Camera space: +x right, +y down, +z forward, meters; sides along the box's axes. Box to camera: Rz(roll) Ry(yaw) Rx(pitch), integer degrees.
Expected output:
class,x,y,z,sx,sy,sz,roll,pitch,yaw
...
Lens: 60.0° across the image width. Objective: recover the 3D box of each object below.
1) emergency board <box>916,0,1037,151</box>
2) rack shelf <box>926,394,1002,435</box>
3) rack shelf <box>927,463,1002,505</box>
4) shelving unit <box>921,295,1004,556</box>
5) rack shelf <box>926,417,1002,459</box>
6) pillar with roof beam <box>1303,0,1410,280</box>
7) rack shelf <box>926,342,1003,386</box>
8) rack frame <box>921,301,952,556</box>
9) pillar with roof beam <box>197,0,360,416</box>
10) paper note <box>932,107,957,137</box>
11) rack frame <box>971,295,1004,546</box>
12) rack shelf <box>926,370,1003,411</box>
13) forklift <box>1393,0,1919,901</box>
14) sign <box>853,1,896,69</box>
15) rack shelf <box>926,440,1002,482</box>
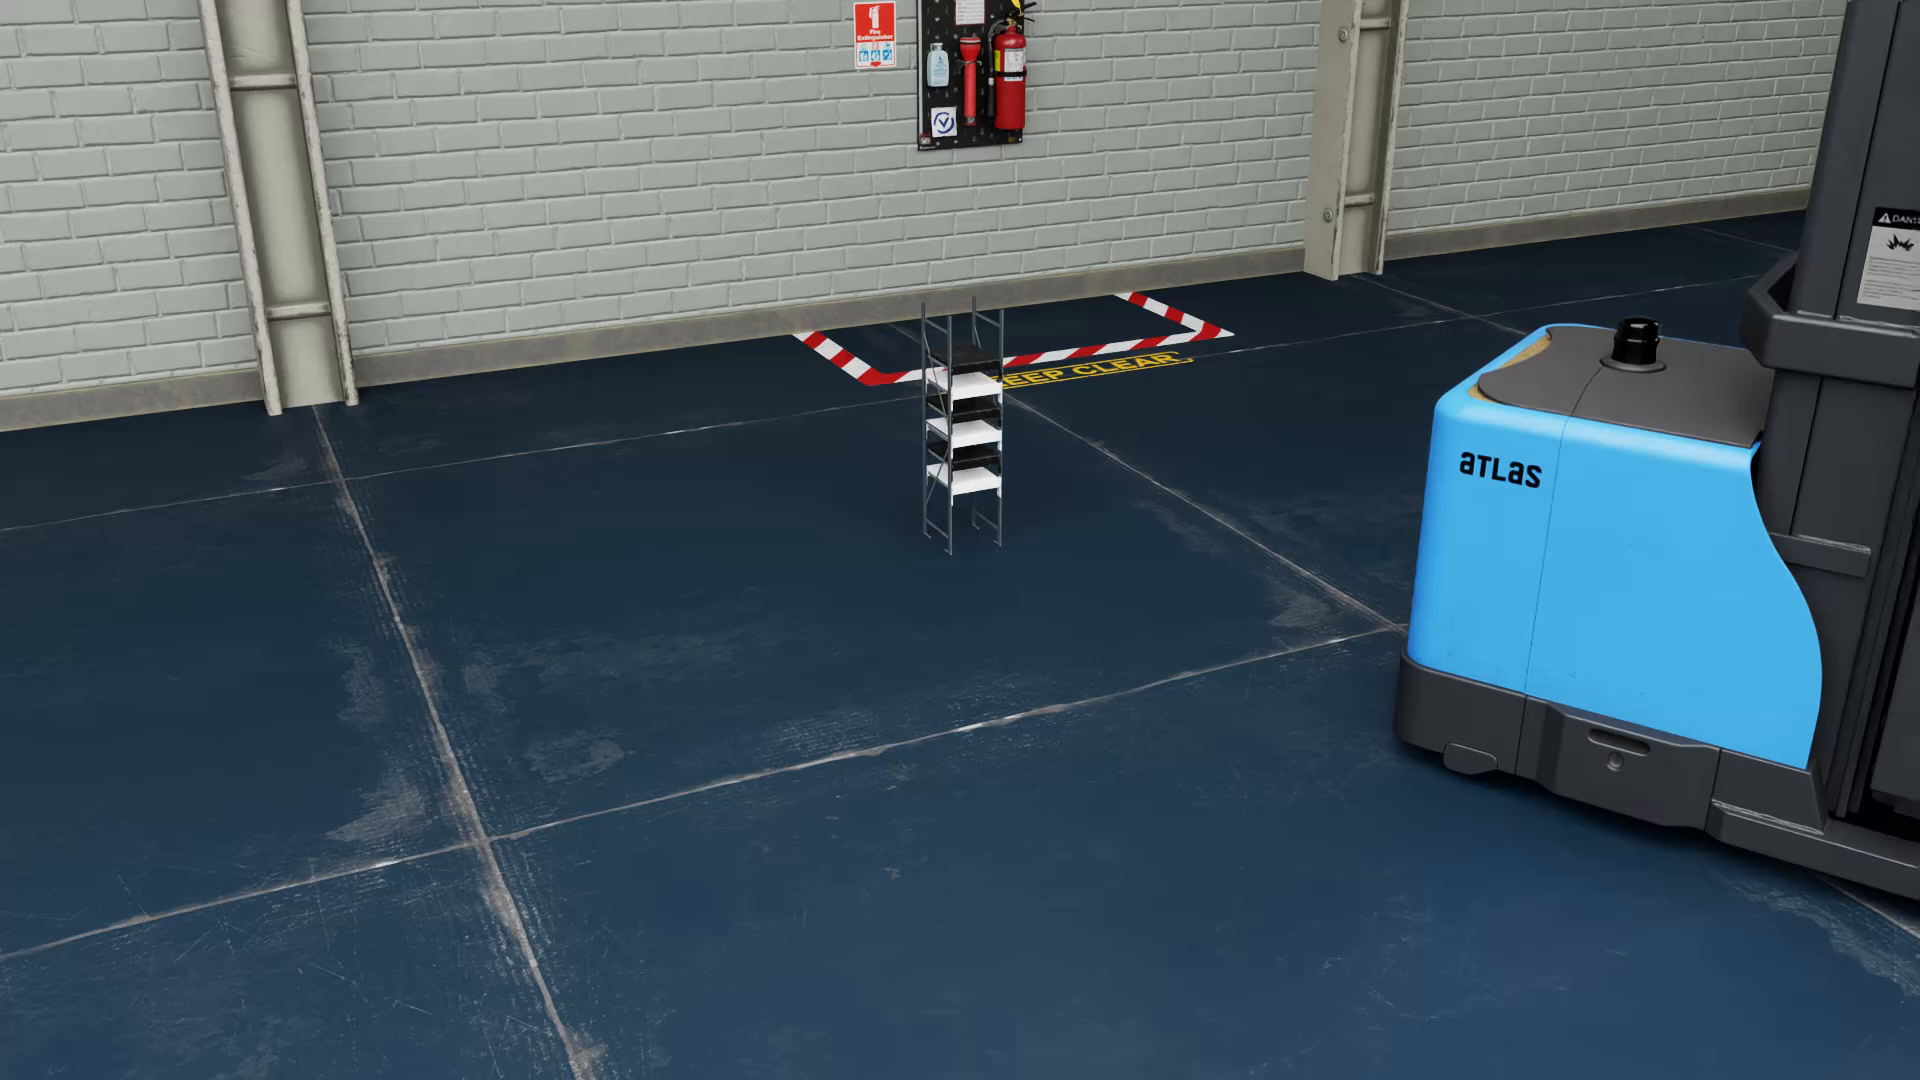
class,x,y,z,sx,sy,sz,roll,pitch,yaw
emergency board,0.106,-2.640,8.706,0.643,1.169,0.194,-10,25,-24
rack shelf,0.007,-0.469,6.059,0.200,0.077,0.258,-10,25,-24
rack shelf,0.007,-0.220,6.163,0.200,0.077,0.258,-10,25,-24
shelving unit,0.007,-0.417,6.081,0.210,0.900,0.258,-10,25,-24
rack shelf,0.007,-0.386,6.094,0.200,0.077,0.258,-10,25,-24
pillar with roof beam,4.216,-4.325,4.933,0.400,9.000,9.100,-10,25,-24
rack shelf,0.007,-0.636,5.991,0.200,0.077,0.258,-10,25,-24
rack frame,-0.084,-0.400,6.040,0.006,0.900,0.240,-10,25,-24
pillar with roof beam,-1.190,-3.330,2.529,0.400,9.000,9.100,-10,25,-24
paper note,-0.083,-2.228,8.861,0.142,0.148,0.016,-10,25,-24
rack frame,0.099,-0.434,6.122,0.006,0.900,0.240,-10,25,-24
rack shelf,0.007,-0.553,6.025,0.200,0.077,0.258,-10,25,-24
forklift,2.737,-0.563,3.778,3.031,2.935,1.130,15,27,32
sign,-0.437,-2.601,8.564,0.234,0.329,0.001,-10,25,-24
rack shelf,0.007,-0.303,6.128,0.200,0.077,0.258,-10,25,-24
